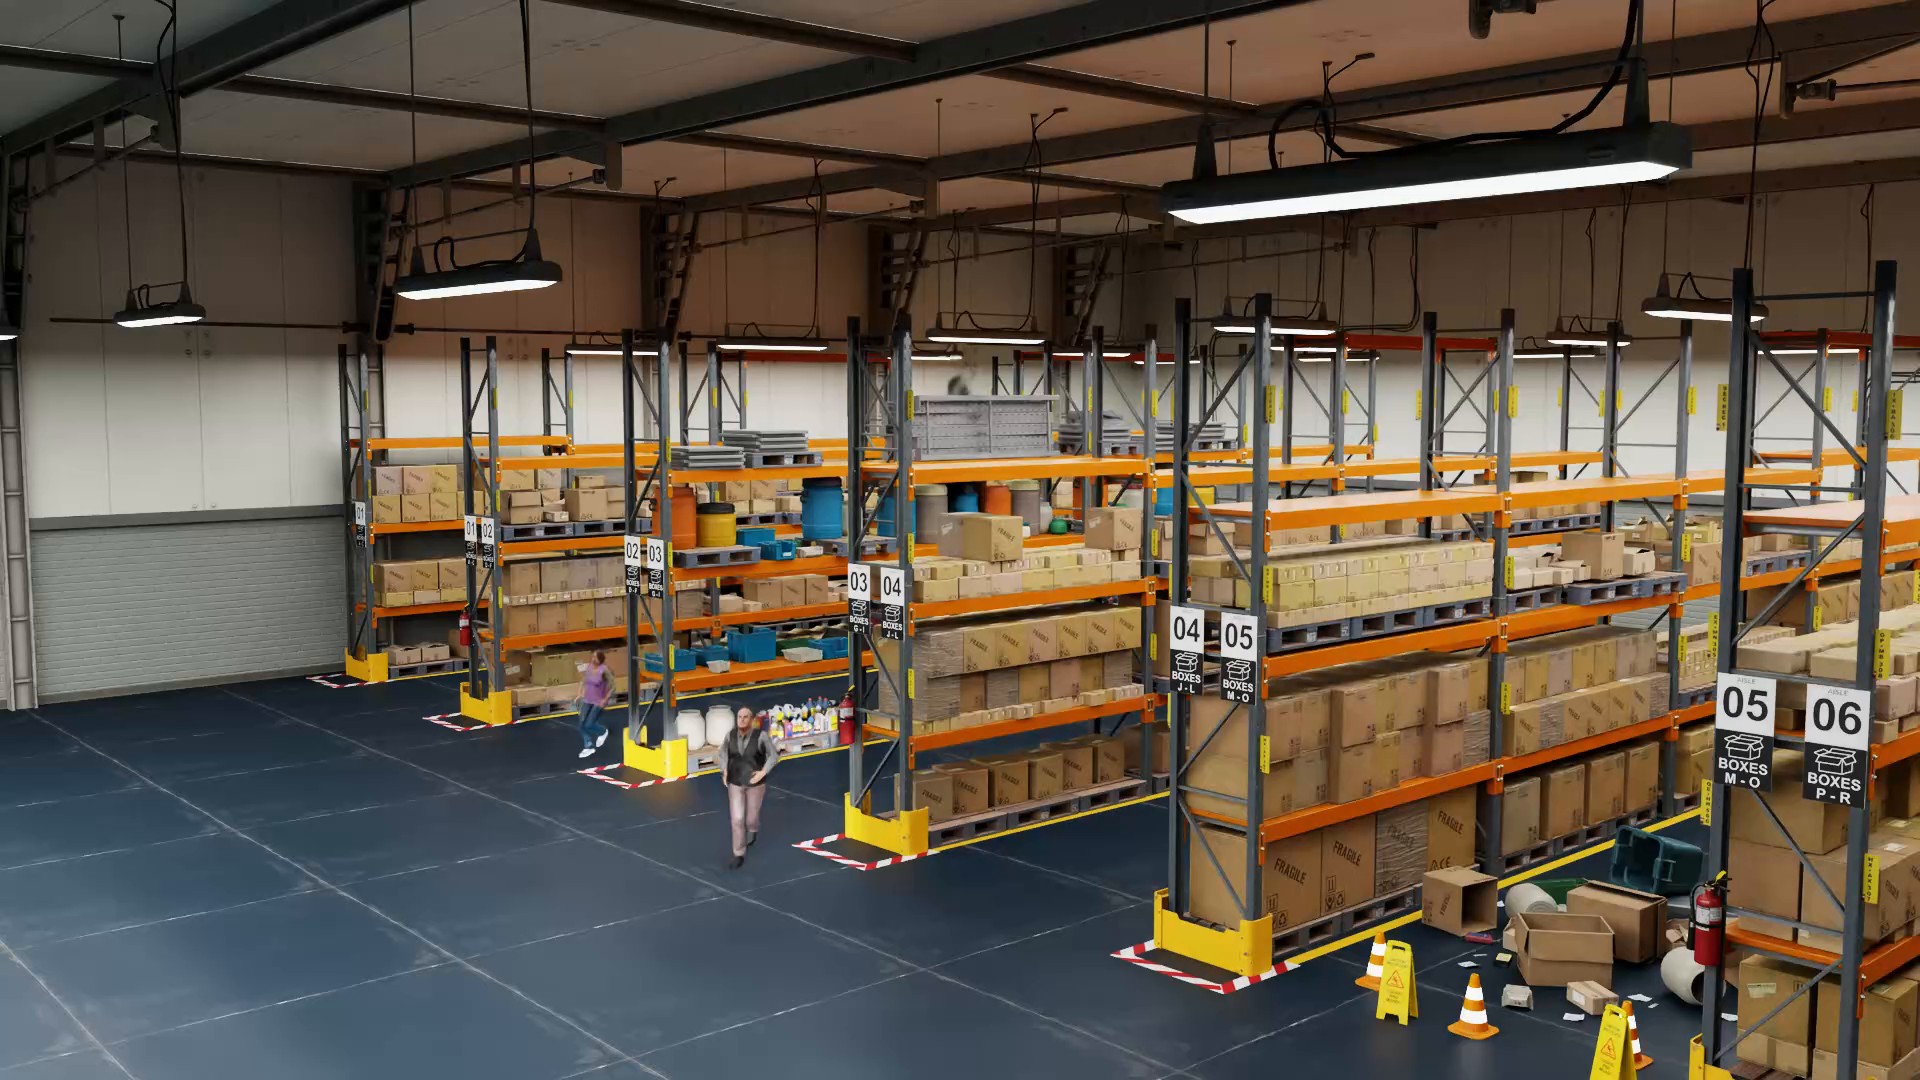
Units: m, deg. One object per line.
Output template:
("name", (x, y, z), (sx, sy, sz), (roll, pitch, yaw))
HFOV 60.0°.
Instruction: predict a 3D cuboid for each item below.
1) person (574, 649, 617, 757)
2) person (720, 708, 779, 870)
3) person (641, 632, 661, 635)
("person", (-5.146, 2.307, 23.540), (0.587, 1.549, 0.501), (3, 6, 29))
("person", (-2.313, 2.681, 18.291), (0.670, 1.732, 0.790), (0, 5, 5))
("person", (-5.713, 1.563, 30.795), (0.549, 1.755, 0.781), (4, 6, 37))
